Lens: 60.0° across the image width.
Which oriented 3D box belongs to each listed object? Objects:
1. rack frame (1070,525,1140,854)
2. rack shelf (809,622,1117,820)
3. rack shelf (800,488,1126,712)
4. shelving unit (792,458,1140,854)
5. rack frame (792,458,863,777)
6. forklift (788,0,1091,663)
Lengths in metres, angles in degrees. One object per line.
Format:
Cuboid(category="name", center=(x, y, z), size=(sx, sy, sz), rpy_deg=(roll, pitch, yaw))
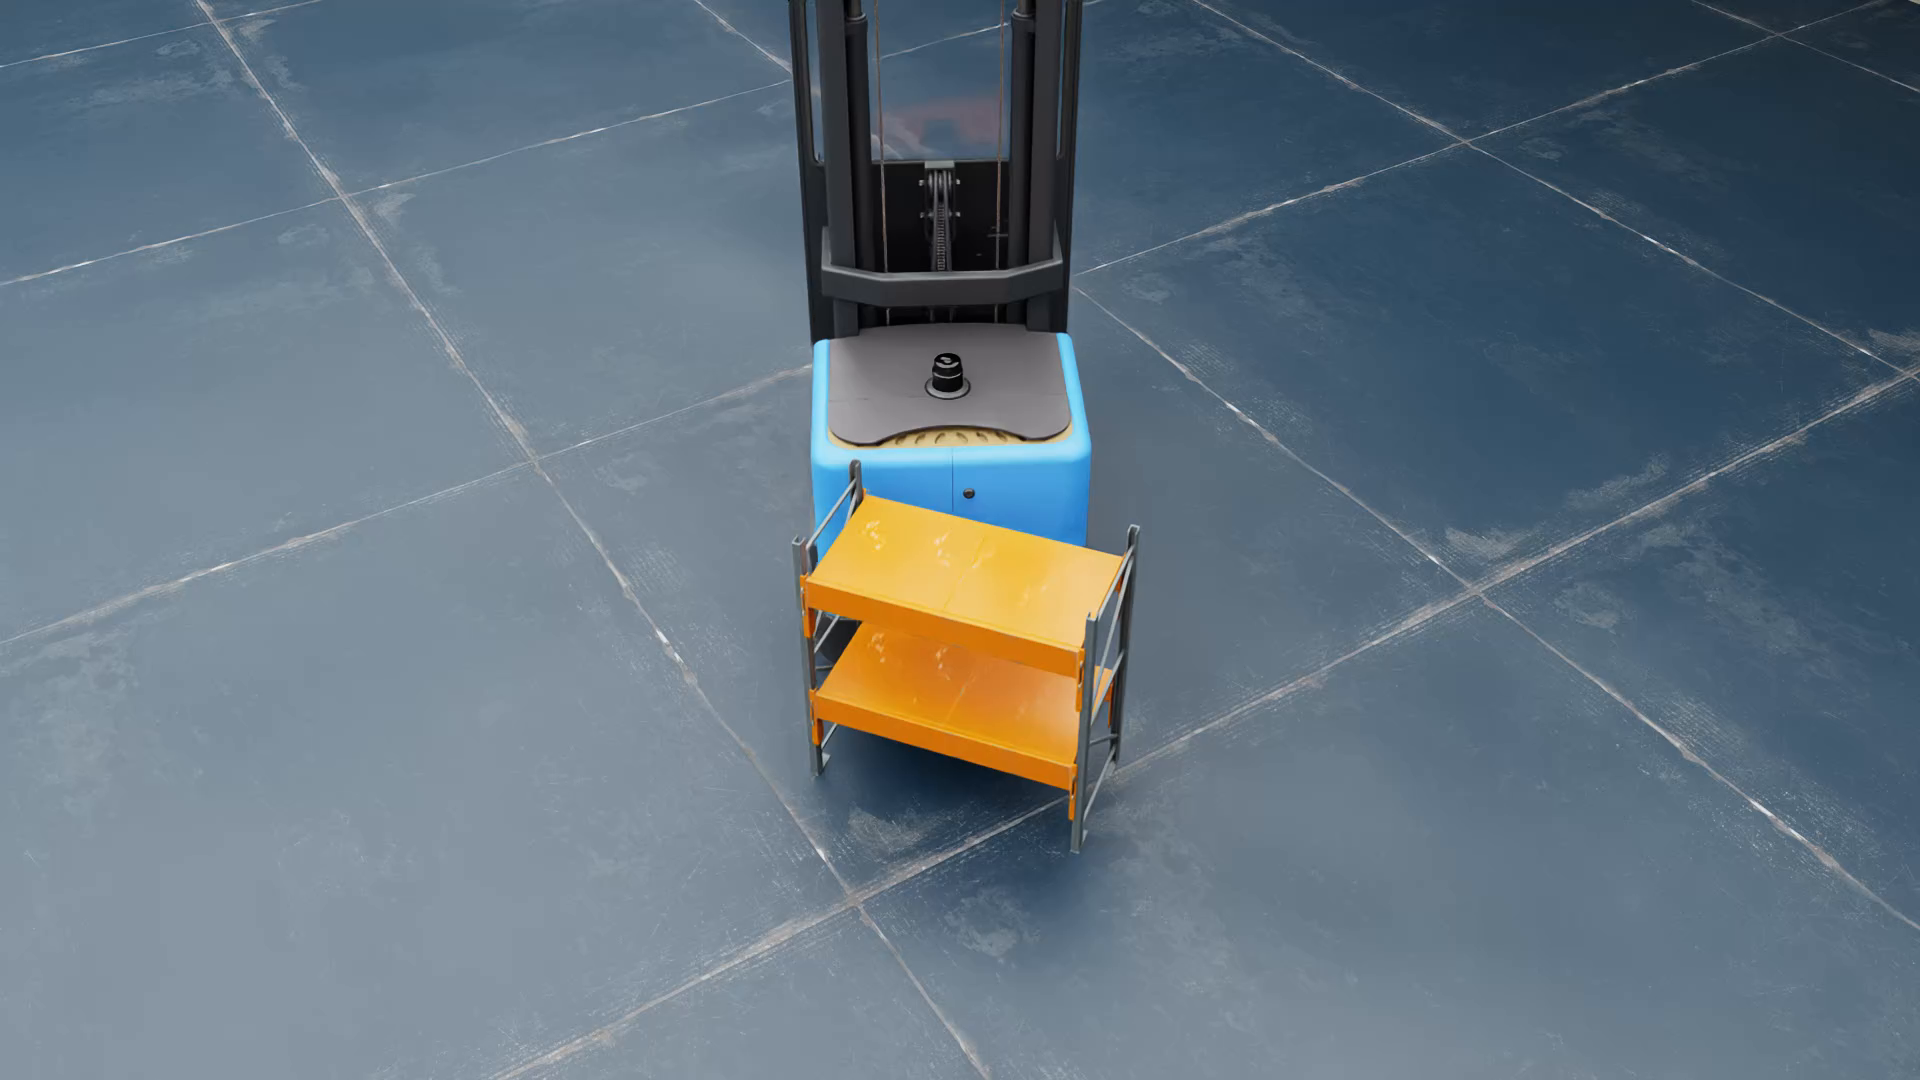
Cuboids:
Cuboid(category="rack frame", center=(0.497, 0.533, 5.732), size=(0.032, 1.125, 0.500), rpy_deg=(14, 42, 16))
Cuboid(category="rack shelf", center=(0.023, 0.603, 6.030), size=(1.000, 0.278, 0.538), rpy_deg=(14, 42, 16))
Cuboid(category="rack shelf", center=(0.023, 0.190, 5.686), size=(1.000, 0.278, 0.538), rpy_deg=(14, 42, 16))
Cuboid(category="shelving unit", center=(0.023, 0.415, 5.874), size=(1.048, 1.125, 0.538), rpy_deg=(14, 42, 16))
Cuboid(category="rack frame", center=(-0.451, 0.297, 6.015), size=(0.032, 1.125, 0.500), rpy_deg=(14, 42, 16))
Cuboid(category="forklift", center=(-0.104, -1.561, 6.834), size=(1.130, 2.935, 3.031), rpy_deg=(-2, 40, -2))
